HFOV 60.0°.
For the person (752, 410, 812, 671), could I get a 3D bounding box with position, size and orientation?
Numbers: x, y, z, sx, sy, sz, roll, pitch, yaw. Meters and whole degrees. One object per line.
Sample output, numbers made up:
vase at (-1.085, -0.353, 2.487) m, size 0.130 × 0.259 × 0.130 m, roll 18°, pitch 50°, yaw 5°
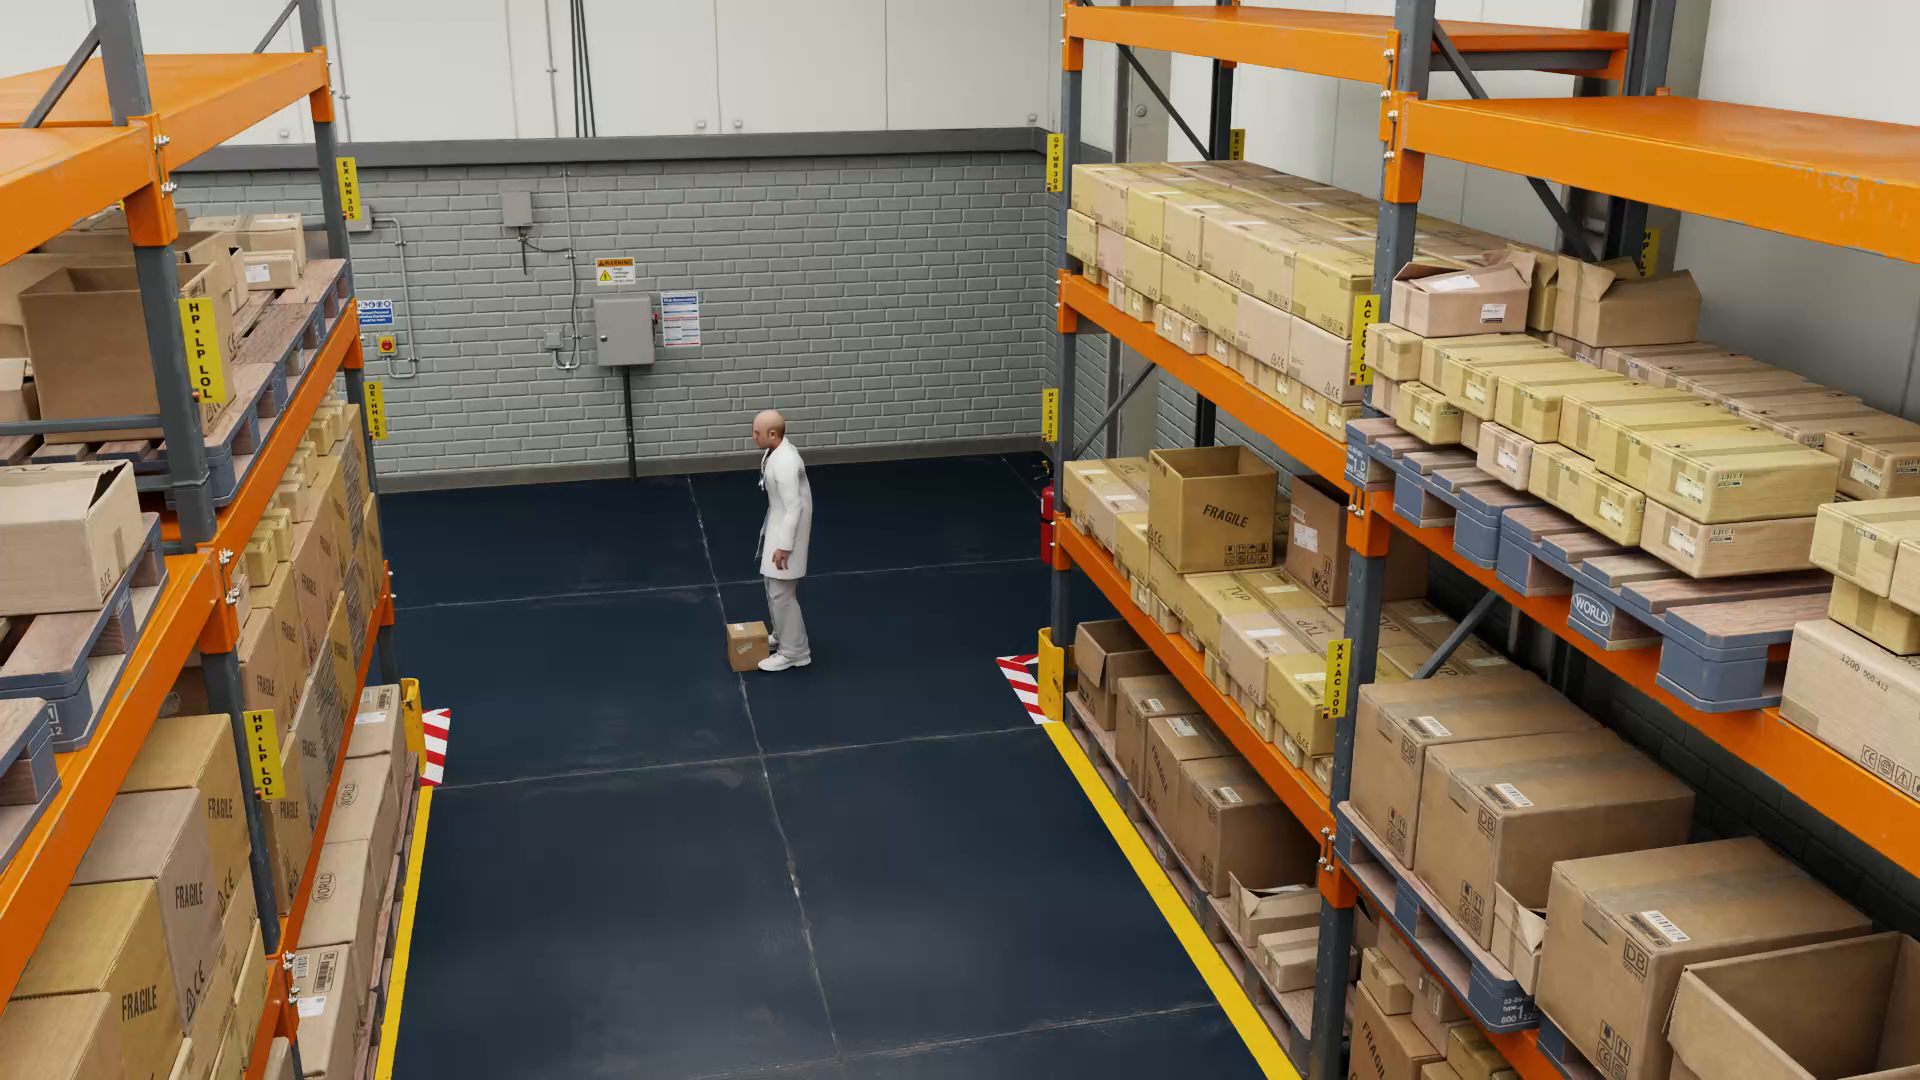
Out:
person at (-1.201, -0.017, 11.141) m, size 0.427 × 1.773 × 0.641 m, roll -4°, pitch 20°, yaw -12°
